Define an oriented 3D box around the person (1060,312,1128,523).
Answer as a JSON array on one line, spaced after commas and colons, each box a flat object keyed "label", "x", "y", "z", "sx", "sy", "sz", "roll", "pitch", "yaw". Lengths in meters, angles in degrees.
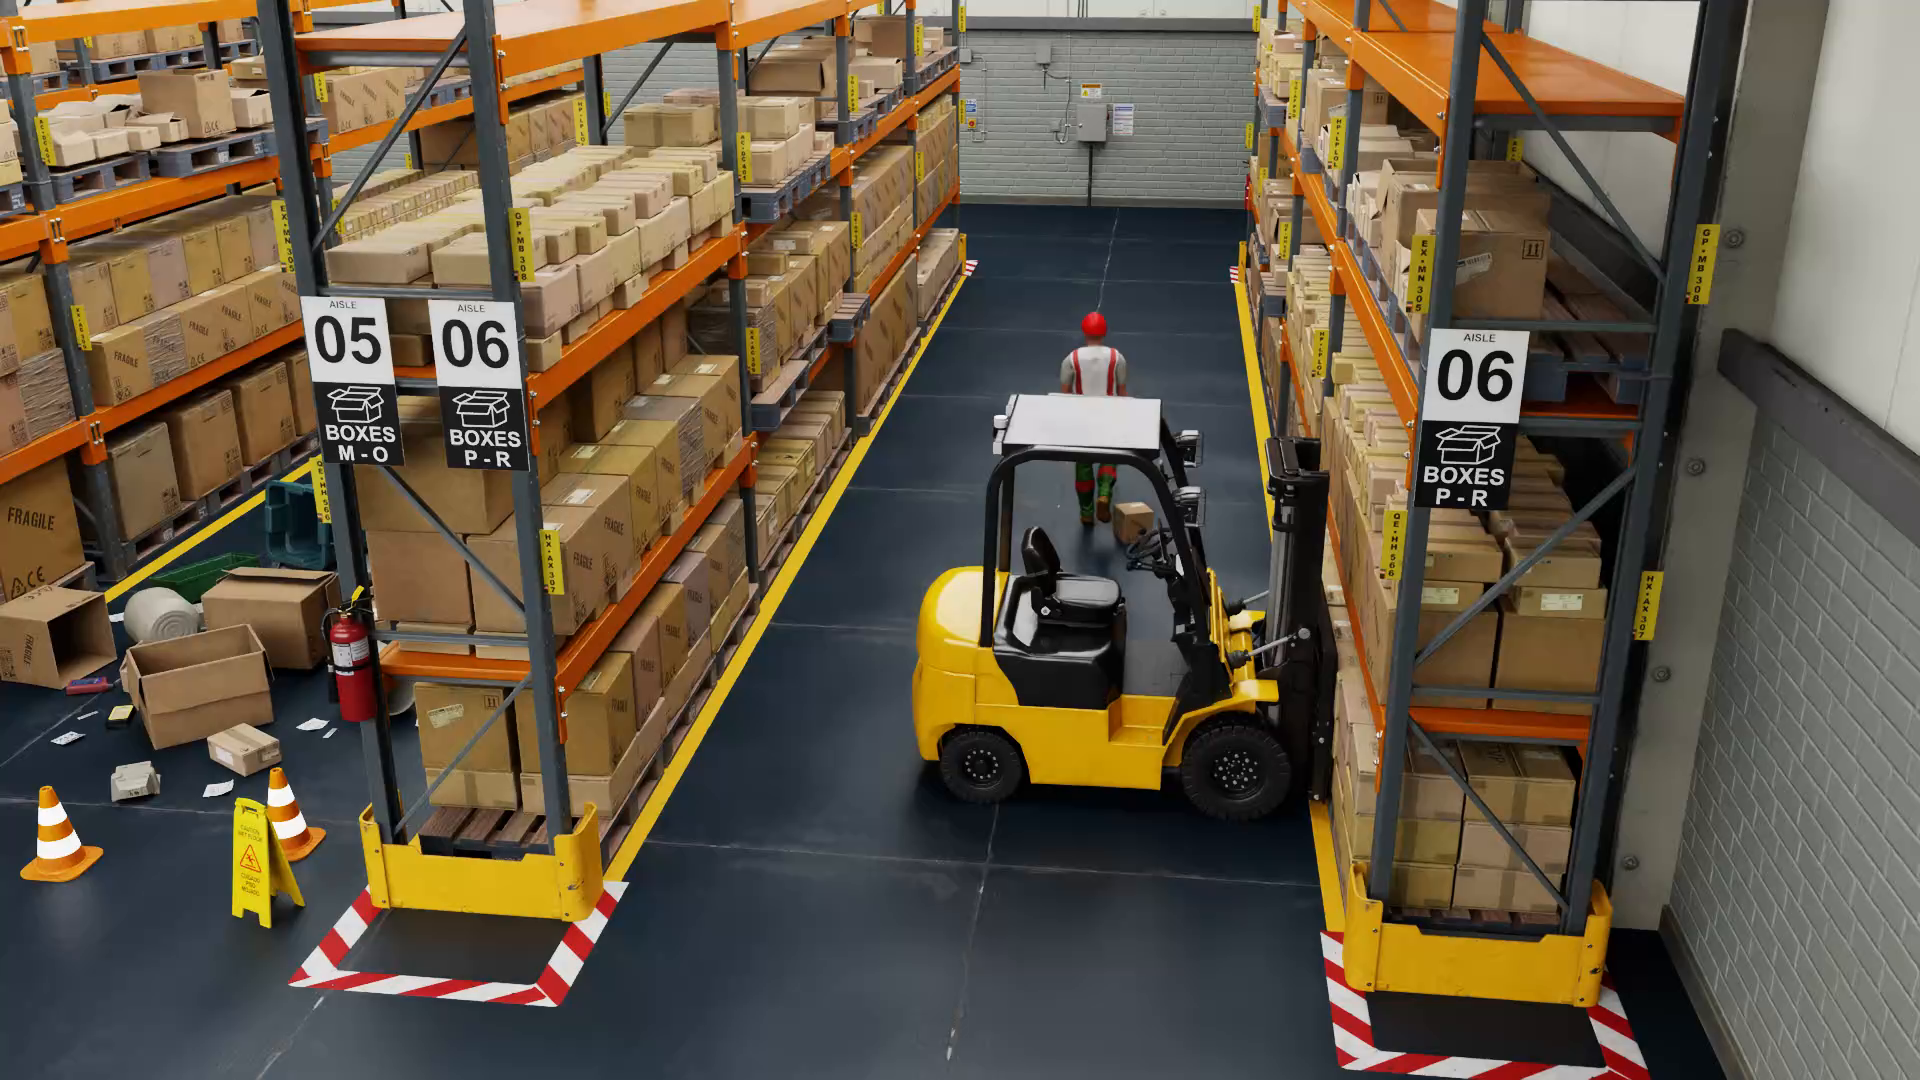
[{"label": "person", "x": 1.092, "y": -0.965, "z": 13.502, "sx": 0.590, "sy": 1.778, "sz": 0.629, "roll": 1, "pitch": 21, "yaw": 2}]
